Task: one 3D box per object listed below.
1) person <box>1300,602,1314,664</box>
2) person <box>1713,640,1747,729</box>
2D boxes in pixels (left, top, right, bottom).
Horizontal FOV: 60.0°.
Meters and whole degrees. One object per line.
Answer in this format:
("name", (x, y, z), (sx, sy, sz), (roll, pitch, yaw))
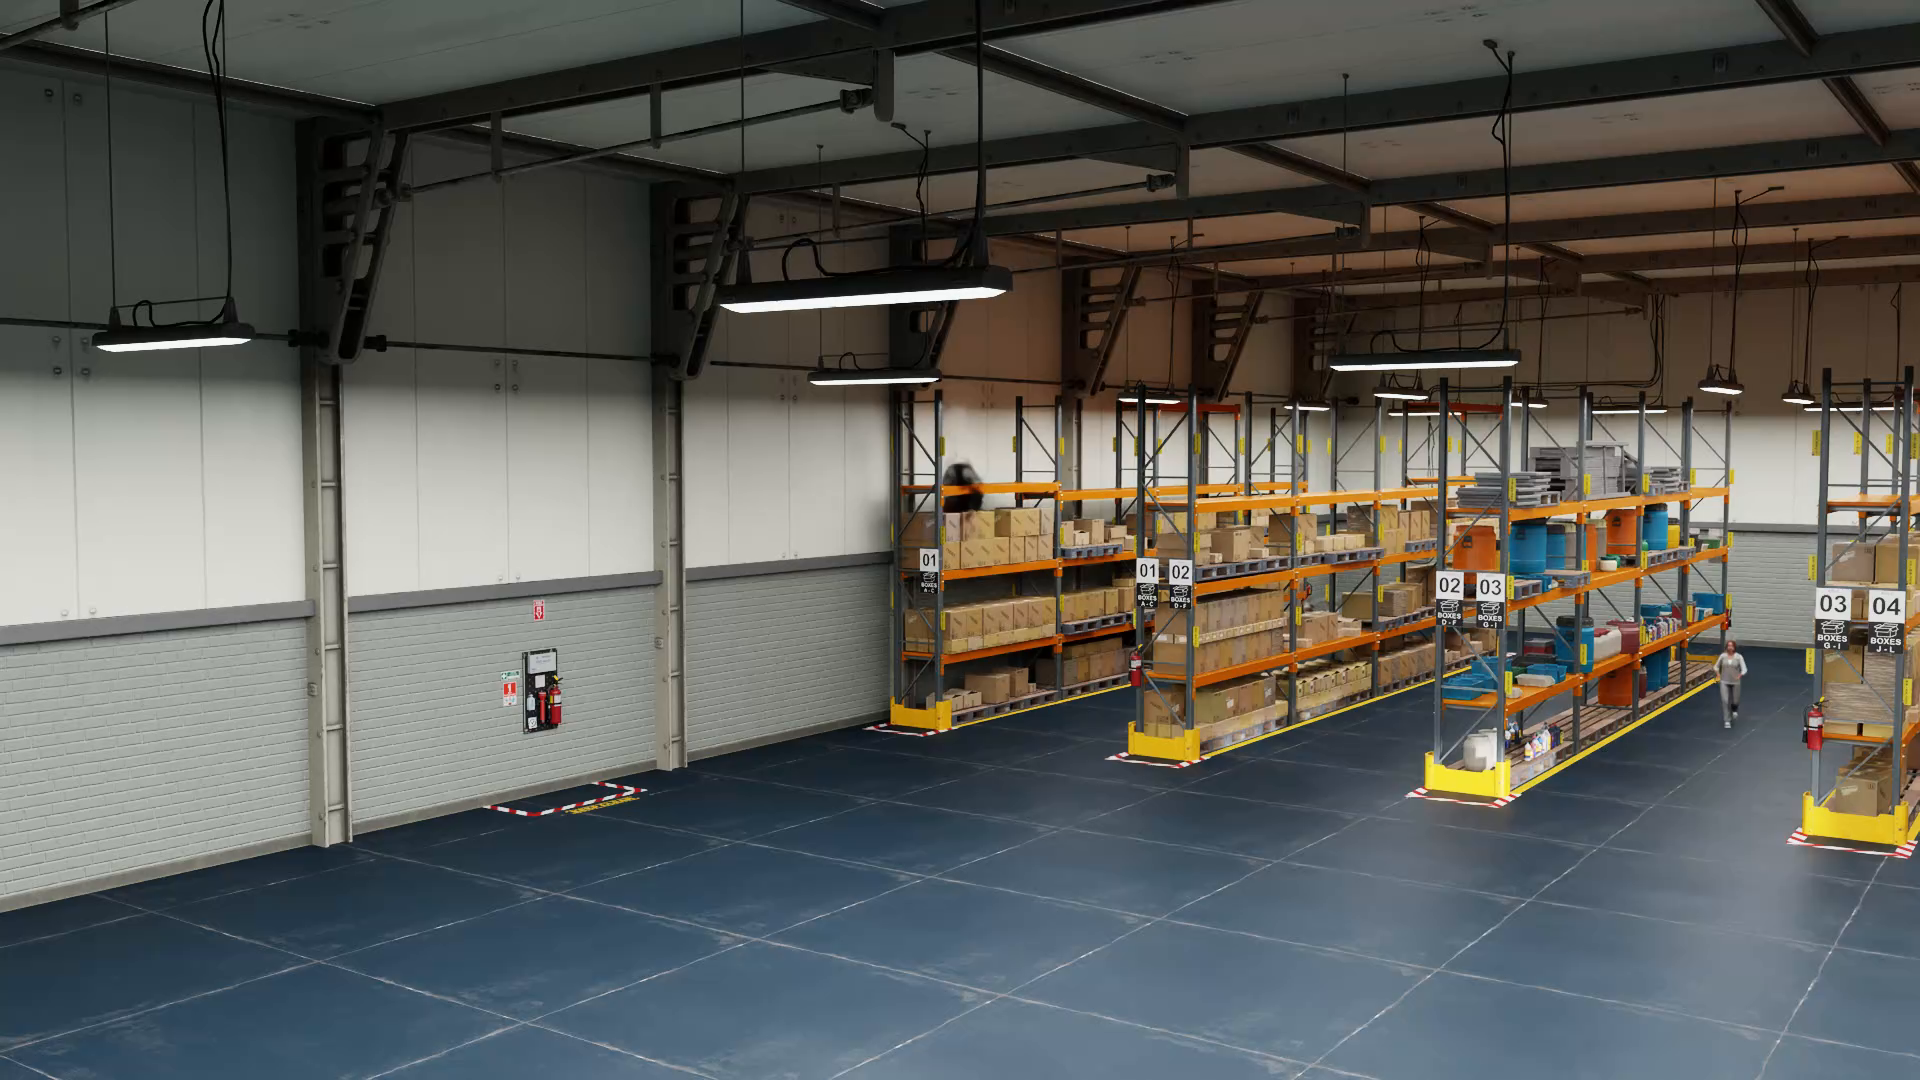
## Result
("person", (7.518, 2.166, 35.932), (0.582, 1.665, 0.578), (2, 4, 33))
("person", (13.717, 2.566, 29.643), (0.539, 1.533, 0.622), (2, 4, 28))
